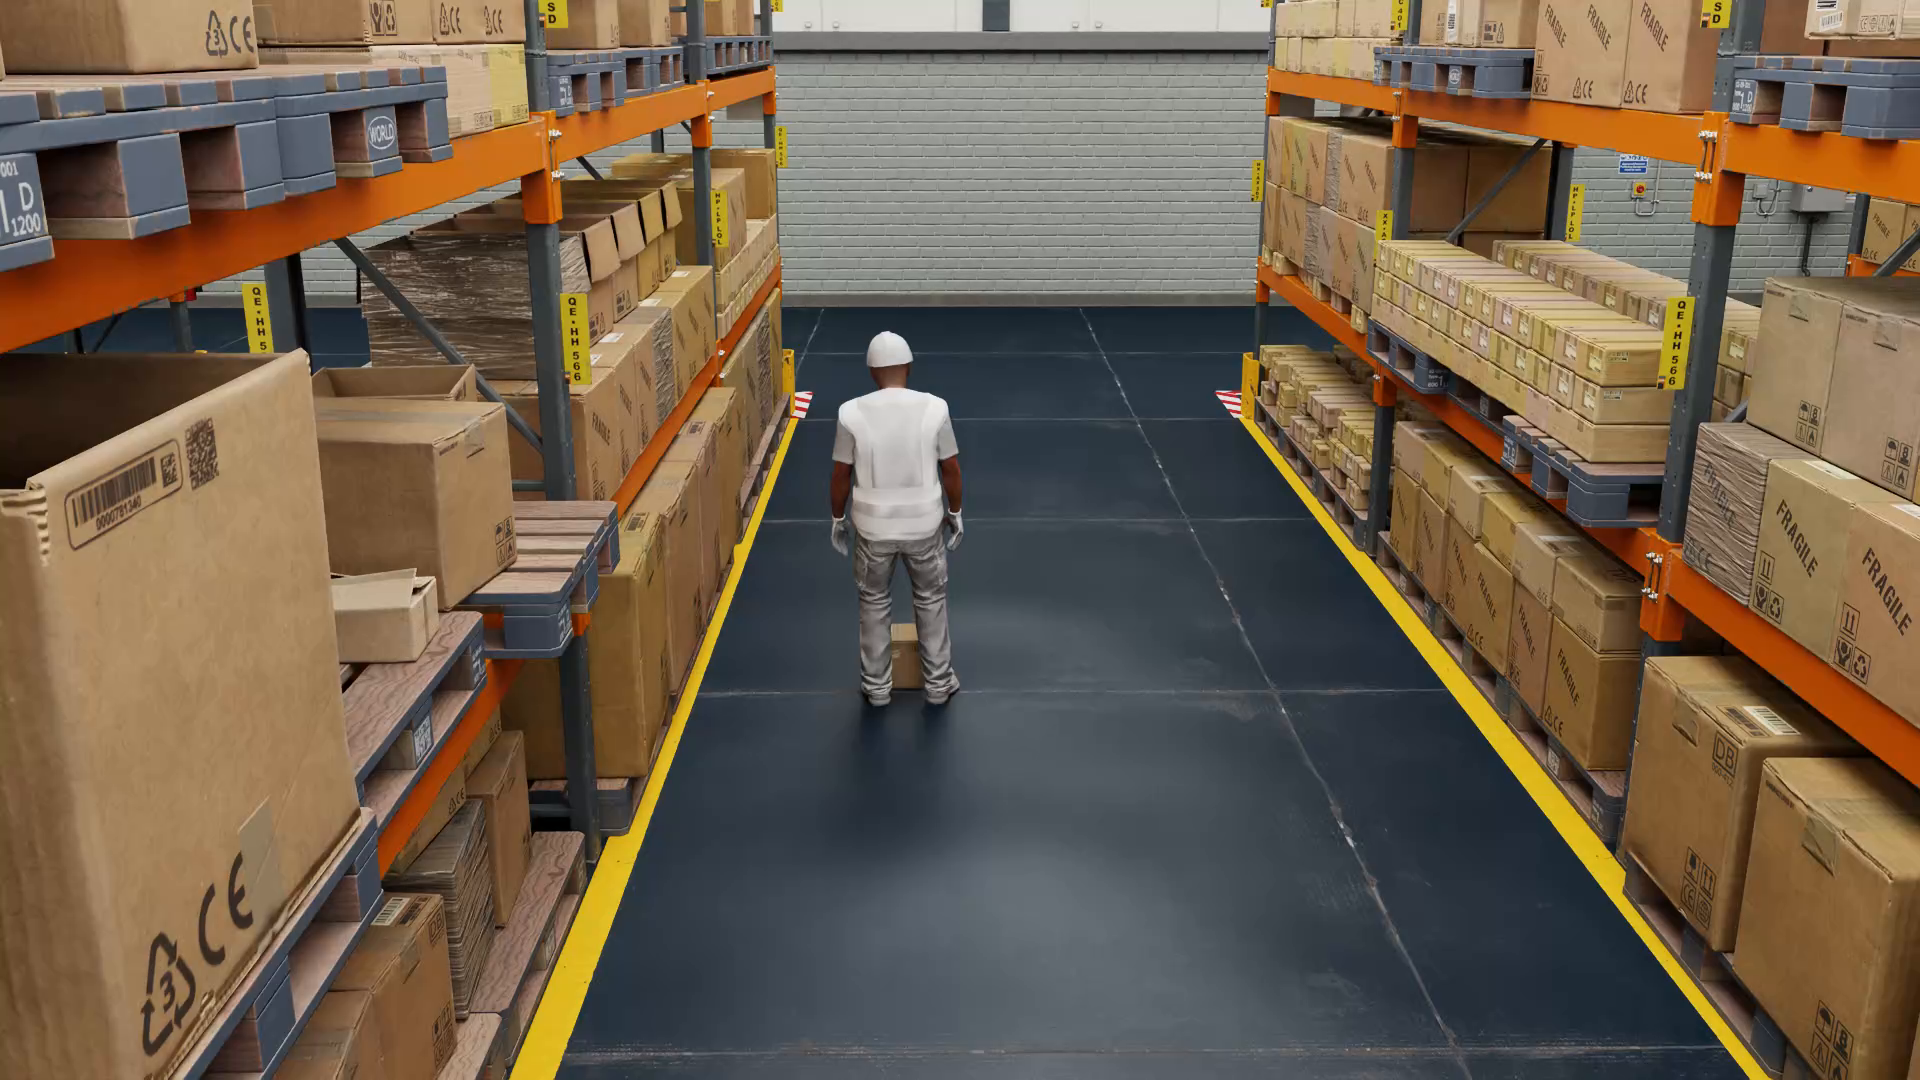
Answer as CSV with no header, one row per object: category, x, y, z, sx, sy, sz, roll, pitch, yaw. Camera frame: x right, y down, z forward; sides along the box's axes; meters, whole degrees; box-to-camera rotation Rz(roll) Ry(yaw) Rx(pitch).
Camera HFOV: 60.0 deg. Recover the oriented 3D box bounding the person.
person,-0.295,-0.086,7.808,0.625,1.773,0.452,-1,17,-4
